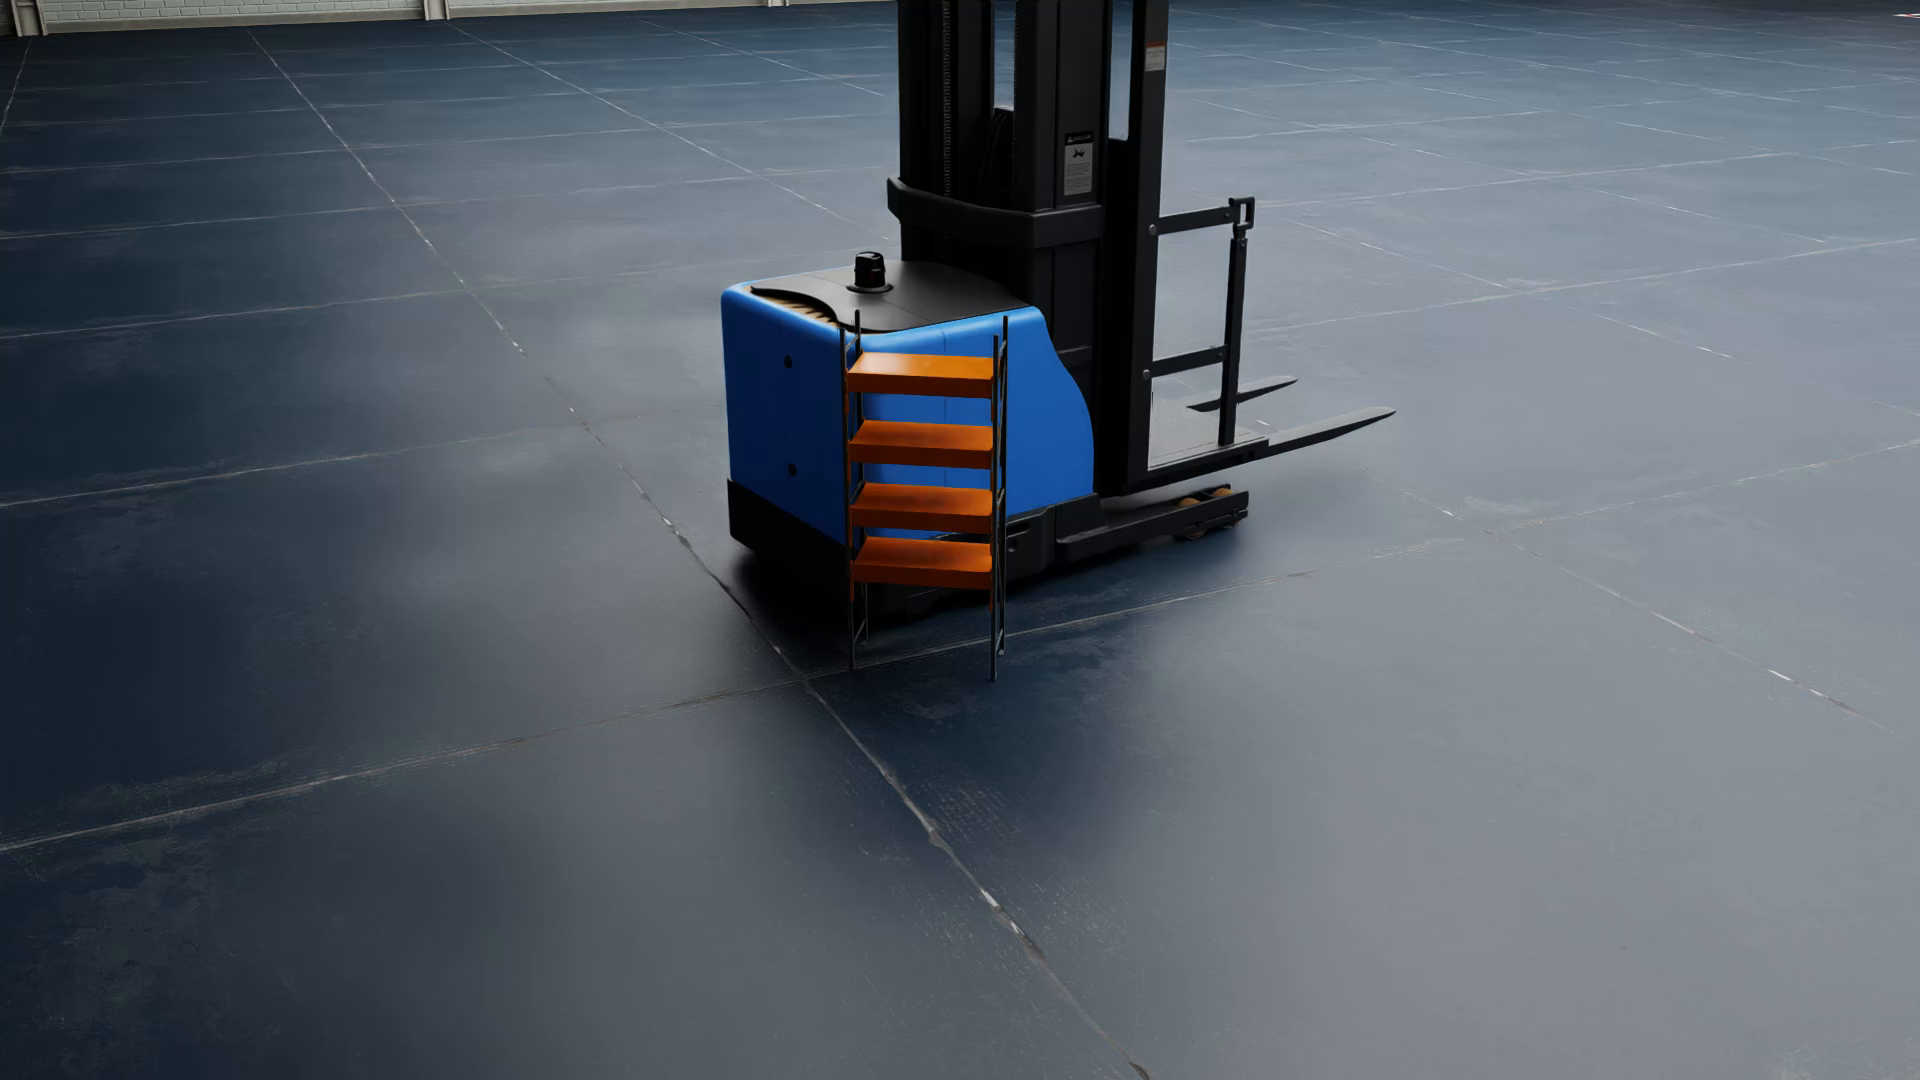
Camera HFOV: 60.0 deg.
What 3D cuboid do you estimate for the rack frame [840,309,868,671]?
[{"bbox_3d":[-0.352,-0.154,5.554,0.015,1.200,0.240,4,23,8],"label":"rack frame"}]

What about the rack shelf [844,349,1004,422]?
[{"bbox_3d":[-0.111,-0.503,5.368,0.480,0.148,0.258,4,23,8],"label":"rack shelf"}]

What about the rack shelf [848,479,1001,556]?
[{"bbox_3d":[-0.111,-0.077,5.544,0.480,0.148,0.258,4,23,8],"label":"rack shelf"}]

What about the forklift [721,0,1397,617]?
[{"bbox_3d":[0.576,-1.505,6.552,3.031,2.935,1.130,-15,27,-33],"label":"forklift"}]

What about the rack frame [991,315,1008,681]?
[{"bbox_3d":[0.130,-0.125,5.482,0.015,1.200,0.240,4,23,8],"label":"rack frame"}]

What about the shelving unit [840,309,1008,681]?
[{"bbox_3d":[-0.111,-0.139,5.518,0.503,1.200,0.258,4,23,8],"label":"shelving unit"}]

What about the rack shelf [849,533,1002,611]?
[{"bbox_3d":[-0.111,0.106,5.620,0.480,0.148,0.258,4,23,8],"label":"rack shelf"}]

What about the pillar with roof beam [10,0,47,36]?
[{"bbox_3d":[-12.289,-10.386,20.074,0.400,9.000,9.100,-10,25,-24],"label":"pillar with roof beam"}]

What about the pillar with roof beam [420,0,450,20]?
[{"bbox_3d":[-6.883,-11.381,22.479,0.400,9.000,9.100,-10,25,-24],"label":"pillar with roof beam"}]

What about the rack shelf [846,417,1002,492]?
[{"bbox_3d":[-0.111,-0.284,5.458,0.480,0.148,0.258,4,23,8],"label":"rack shelf"}]

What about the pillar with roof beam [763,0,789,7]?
[{"bbox_3d":[-1.476,-12.376,24.883,0.400,9.000,9.100,-10,25,-24],"label":"pillar with roof beam"}]
